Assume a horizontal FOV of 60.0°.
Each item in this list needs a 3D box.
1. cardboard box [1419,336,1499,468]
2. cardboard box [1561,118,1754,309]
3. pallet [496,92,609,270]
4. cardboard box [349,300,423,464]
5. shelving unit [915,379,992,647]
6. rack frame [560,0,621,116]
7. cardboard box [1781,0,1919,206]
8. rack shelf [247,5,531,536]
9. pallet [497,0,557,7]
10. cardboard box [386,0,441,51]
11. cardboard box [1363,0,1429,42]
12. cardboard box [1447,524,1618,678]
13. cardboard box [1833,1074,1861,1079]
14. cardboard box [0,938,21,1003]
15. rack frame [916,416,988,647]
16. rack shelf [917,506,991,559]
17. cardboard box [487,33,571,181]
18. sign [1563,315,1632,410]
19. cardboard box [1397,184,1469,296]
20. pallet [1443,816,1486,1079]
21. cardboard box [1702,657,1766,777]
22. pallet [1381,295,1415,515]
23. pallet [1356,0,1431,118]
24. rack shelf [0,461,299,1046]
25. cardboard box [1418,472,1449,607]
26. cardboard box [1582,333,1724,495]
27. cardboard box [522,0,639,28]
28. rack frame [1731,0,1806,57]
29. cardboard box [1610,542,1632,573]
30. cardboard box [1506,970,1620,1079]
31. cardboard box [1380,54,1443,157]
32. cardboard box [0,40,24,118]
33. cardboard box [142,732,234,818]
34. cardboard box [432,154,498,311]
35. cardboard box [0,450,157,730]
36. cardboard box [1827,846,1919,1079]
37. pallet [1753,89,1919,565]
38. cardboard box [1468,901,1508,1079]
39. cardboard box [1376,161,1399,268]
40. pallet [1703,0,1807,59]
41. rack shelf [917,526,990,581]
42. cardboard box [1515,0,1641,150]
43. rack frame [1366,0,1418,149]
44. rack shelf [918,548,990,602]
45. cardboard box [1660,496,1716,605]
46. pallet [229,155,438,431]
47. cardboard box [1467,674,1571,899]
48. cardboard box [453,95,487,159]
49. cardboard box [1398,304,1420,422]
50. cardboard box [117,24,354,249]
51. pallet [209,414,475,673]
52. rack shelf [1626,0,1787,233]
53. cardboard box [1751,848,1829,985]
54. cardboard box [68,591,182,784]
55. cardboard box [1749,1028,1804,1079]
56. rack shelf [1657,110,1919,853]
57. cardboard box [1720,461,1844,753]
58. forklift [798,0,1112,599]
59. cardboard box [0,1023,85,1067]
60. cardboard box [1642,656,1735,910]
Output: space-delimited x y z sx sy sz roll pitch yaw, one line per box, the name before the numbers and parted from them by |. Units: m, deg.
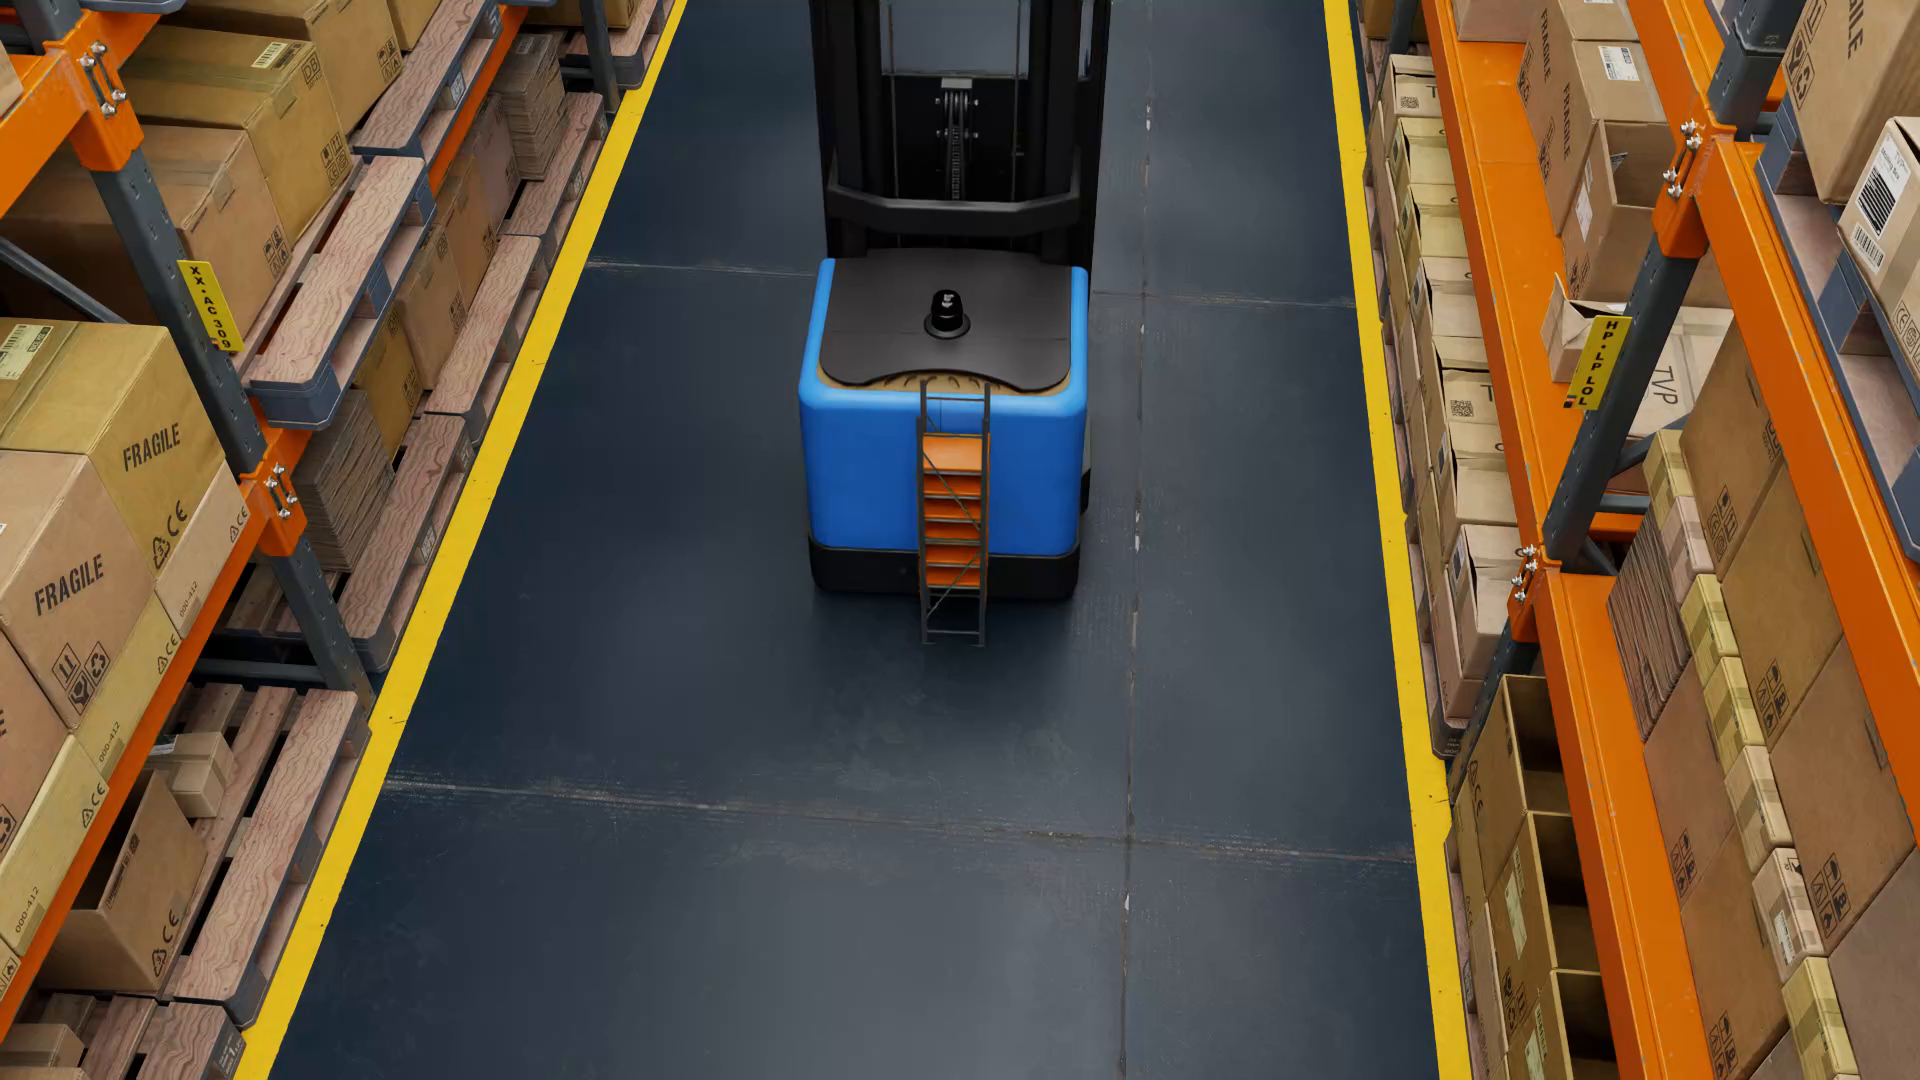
cardboard box | 2.085 -0.546 6.441 0.500 0.311 0.500 4 48 3
cardboard box | 2.379 -1.061 5.646 0.500 0.500 0.500 7 48 6
pallet | -2.397 -1.831 8.308 1.003 0.211 1.213 4 48 4
cardboard box | -2.641 -0.637 6.722 0.700 0.500 0.500 3 48 3
shelving unit | -0.021 -0.066 6.023 0.258 1.200 0.189 2 48 2
rack frame | -2.324 -3.347 7.804 1.000 3.000 0.127 4 48 4
cardboard box | 1.937 -0.960 3.141 0.500 0.500 0.500 7 48 7
rack shelf | -2.506 -1.634 6.725 1.077 0.370 4.000 4 48 4
pallet | -2.283 -2.751 7.389 1.213 0.211 1.003 4 48 4
cardboard box | -2.448 -2.266 6.450 0.700 0.500 0.500 4 48 4
cardboard box | 2.461 -3.024 8.905 0.500 0.500 0.500 6 48 5
cardboard box | 1.996 0.203 5.756 0.500 0.311 0.500 4 48 4
cardboard box | 1.865 1.176 3.160 0.380 0.149 0.250 3 48 3
cardboard box | -2.559 1.111 3.815 0.500 0.250 0.500 4 48 4
rack frame | -0.026 0.001 5.962 0.240 1.200 0.006 2 48 2
rack shelf | -0.022 -0.036 6.056 0.258 0.103 0.180 2 48 2
cardboard box | -2.338 -2.119 8.077 0.700 0.500 0.500 4 48 4
sign | 1.704 -0.470 4.442 0.100 0.325 0.005 4 48 4
cardboard box | 2.181 -1.293 7.125 0.500 0.311 0.500 3 48 2
pallet | 2.131 1.446 5.311 1.003 0.211 1.213 4 48 4
cardboard box | 1.961 0.422 3.850 0.380 0.149 0.250 3 48 3
pallet | 2.382 -0.579 7.162 1.003 0.211 1.213 4 48 4
pallet | 2.715 -2.621 9.030 1.003 0.211 1.213 4 48 4
rack shelf | -2.871 1.305 4.037 1.077 0.370 4.000 4 48 4
cardboard box | 2.042 0.013 6.310 0.500 0.250 0.500 3 48 3
cardboard box | 2.246 -0.391 5.202 0.500 0.250 0.500 7 48 6
cardboard box | -2.126 -3.294 8.929 0.750 0.750 0.750 3 48 3
rack frame | 2.245 -2.102 2.600 1.000 3.000 0.127 4 48 4
cardboard box | 2.531 0.233 5.729 0.500 0.311 0.500 4 48 4
cardboard box | 1.800 1.511 4.432 0.500 0.500 0.500 4 48 4
cardboard box | 2.269 -2.054 7.821 0.500 0.311 0.500 5 48 5
cardboard box | -2.488 -1.071 3.608 0.500 0.500 0.500 5 48 5
cardboard box | -2.707 0.796 5.637 0.380 0.166 0.250 -2 48 -2
cardboard box | -2.517 -1.381 7.402 0.700 0.500 0.500 4 48 3
cardboard box | -2.463 0.119 4.214 0.500 0.500 0.500 4 48 3
cardboard box | 2.074 0.884 2.987 0.700 0.500 0.500 4 48 4
pallet | 2.193 -0.431 3.165 1.003 0.211 1.213 4 48 4
cardboard box | 1.850 1.397 5.044 0.500 0.250 0.500 4 48 4
cardboard box | 2.224 -1.496 7.690 0.500 0.250 0.500 3 48 2
pallet | 2.312 -1.674 4.371 0.805 0.209 1.217 2 48 2
rack shelf | -0.022 0.045 6.145 0.258 0.103 0.180 2 48 2
cardboard box | 2.473 -1.816 6.336 0.500 0.500 0.500 2 48 1
rack frame | 2.610 -3.016 7.502 1.000 3.000 0.127 4 48 4
rack shelf | -0.022 0.126 6.233 0.258 0.103 0.180 2 48 2
cardboard box | 2.005 0.039 4.200 0.380 0.149 0.250 5 48 4
pallet | -2.474 -0.894 5.691 1.003 0.211 1.213 4 48 4
cardboard box | 1.891 0.776 5.104 0.500 0.500 0.500 4 48 4
cardboard box | -2.452 -1.957 7.421 0.500 0.250 0.500 5 48 4
cardboard box | 2.136 -0.736 6.995 0.500 0.250 0.500 5 48 4
cardboard box | -2.550 -1.371 5.632 0.700 0.500 0.500 8 48 8
pallet | -2.619 -0.038 6.668 1.003 0.211 1.213 4 48 4
rack shelf | 2.427 -2.316 5.316 1.077 0.370 4.000 4 48 4
cardboard box | 1.914 0.802 3.502 0.380 0.149 0.250 3 48 2
cardboard box | -2.483 0.370 4.492 0.500 0.250 0.500 4 48 4
cardboard box | 2.074 1.349 3.442 0.700 0.500 0.500 5 48 5
rack shelf | 2.063 0.623 2.628 1.077 0.370 4.000 4 48 4
cardboard box | 2.166 0.149 3.660 0.700 0.500 0.500 4 48 3
forklift | 0.014 -1.842 6.475 1.130 2.935 3.031 2 48 2
cardboard box | -2.854 1.580 4.932 0.380 0.149 0.250 0 48 0
cardboard box | 2.169 0.604 4.123 0.700 0.500 0.500 3 48 3
